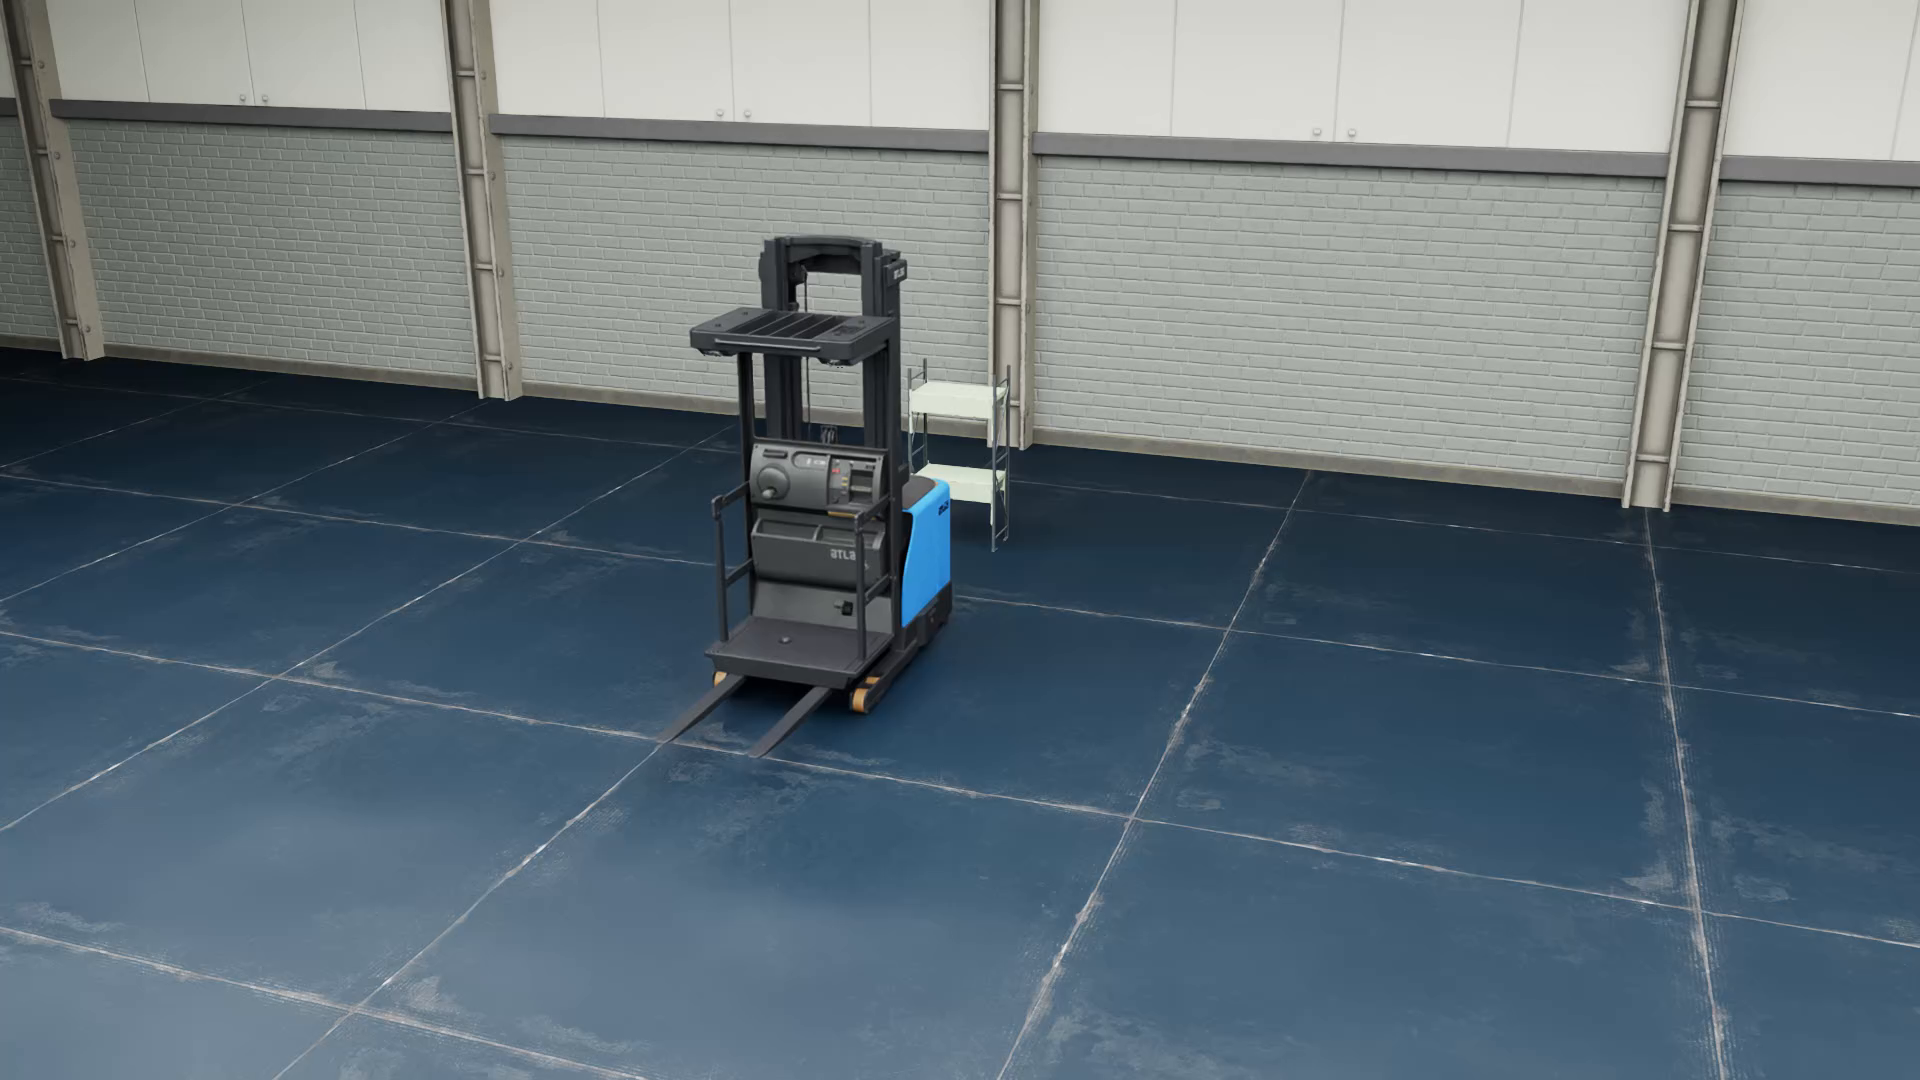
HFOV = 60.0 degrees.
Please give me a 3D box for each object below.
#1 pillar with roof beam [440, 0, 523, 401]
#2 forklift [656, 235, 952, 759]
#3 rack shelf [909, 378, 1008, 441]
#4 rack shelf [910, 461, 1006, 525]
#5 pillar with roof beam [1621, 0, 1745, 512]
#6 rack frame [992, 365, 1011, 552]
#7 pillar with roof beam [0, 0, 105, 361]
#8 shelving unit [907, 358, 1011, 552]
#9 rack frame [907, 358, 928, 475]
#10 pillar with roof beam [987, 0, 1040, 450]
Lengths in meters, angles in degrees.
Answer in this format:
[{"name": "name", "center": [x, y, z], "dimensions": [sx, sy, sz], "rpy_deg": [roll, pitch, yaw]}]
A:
[{"name": "pillar with roof beam", "center": [-6.572, -4.526, 13.390], "dimensions": [0.400, 9.000, 9.100], "rpy_deg": [7, 20, 18]}, {"name": "forklift", "center": [-1.015, -0.404, 10.781], "dimensions": [1.130, 2.935, 3.031], "rpy_deg": [6, 20, 18]}, {"name": "rack shelf", "center": [-0.006, -1.077, 13.703], "dimensions": [0.720, 0.370, 0.431], "rpy_deg": [7, 20, 18]}, {"name": "rack shelf", "center": [-0.006, -0.401, 13.939], "dimensions": [0.720, 0.370, 0.431], "rpy_deg": [7, 20, 18]}, {"name": "pillar with roof beam", "center": [4.764, -3.230, 9.671], "dimensions": [0.400, 9.000, 9.100], "rpy_deg": [7, 20, 18]}, {"name": "rack frame", "center": [0.339, -0.669, 13.718], "dimensions": [0.023, 1.500, 0.400], "rpy_deg": [7, 20, 18]}, {"name": "pillar with roof beam", "center": [-12.239, -5.174, 15.249], "dimensions": [0.400, 9.000, 9.100], "rpy_deg": [7, 20, 18]}, {"name": "shelving unit", "center": [-0.006, -0.709, 13.831], "dimensions": [0.755, 1.500, 0.431], "rpy_deg": [7, 20, 18]}, {"name": "rack frame", "center": [-0.352, -0.748, 13.945], "dimensions": [0.023, 1.500, 0.400], "rpy_deg": [7, 20, 18]}, {"name": "pillar with roof beam", "center": [-0.904, -3.878, 11.530], "dimensions": [0.400, 9.000, 9.100], "rpy_deg": [7, 20, 18]}]
